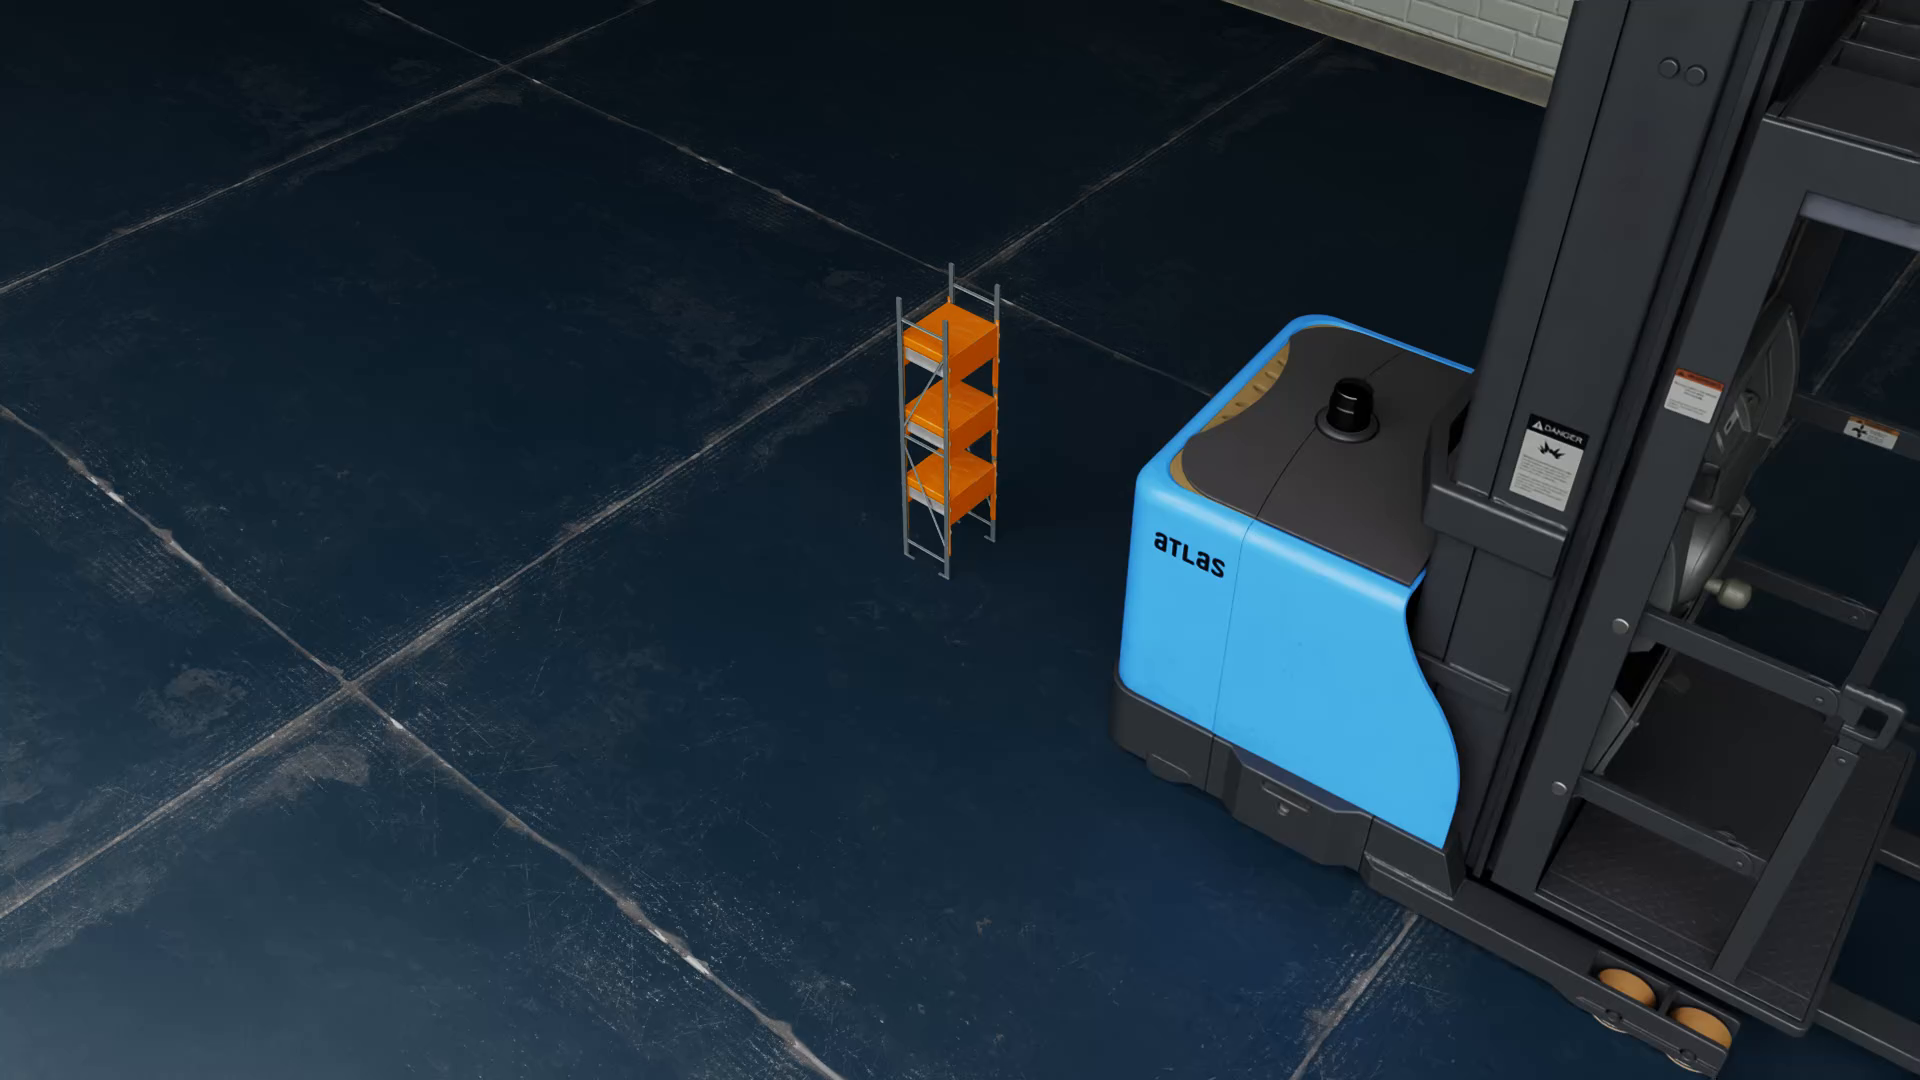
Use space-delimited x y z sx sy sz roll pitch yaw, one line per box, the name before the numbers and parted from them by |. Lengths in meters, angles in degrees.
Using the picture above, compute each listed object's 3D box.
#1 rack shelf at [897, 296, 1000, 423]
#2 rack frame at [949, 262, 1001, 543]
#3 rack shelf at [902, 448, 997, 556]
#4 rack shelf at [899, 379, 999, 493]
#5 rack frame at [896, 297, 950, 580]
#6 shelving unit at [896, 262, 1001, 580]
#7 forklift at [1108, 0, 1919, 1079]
rack shelf | -0.034 -0.563 5.183 0.215 0.259 0.240 29 50 28
rack frame | 0.044 -0.424 5.436 0.200 1.050 0.008 29 50 28
rack shelf | -0.034 -0.147 5.561 0.215 0.259 0.240 29 50 28
rack shelf | -0.034 -0.353 5.374 0.215 0.259 0.240 29 50 28
rack frame | -0.113 -0.298 5.297 0.200 1.050 0.008 29 50 28
shelving unit | -0.034 -0.361 5.367 0.215 1.050 0.252 29 50 28
forklift | 1.939 -0.136 3.721 3.031 2.935 1.130 26 48 26
